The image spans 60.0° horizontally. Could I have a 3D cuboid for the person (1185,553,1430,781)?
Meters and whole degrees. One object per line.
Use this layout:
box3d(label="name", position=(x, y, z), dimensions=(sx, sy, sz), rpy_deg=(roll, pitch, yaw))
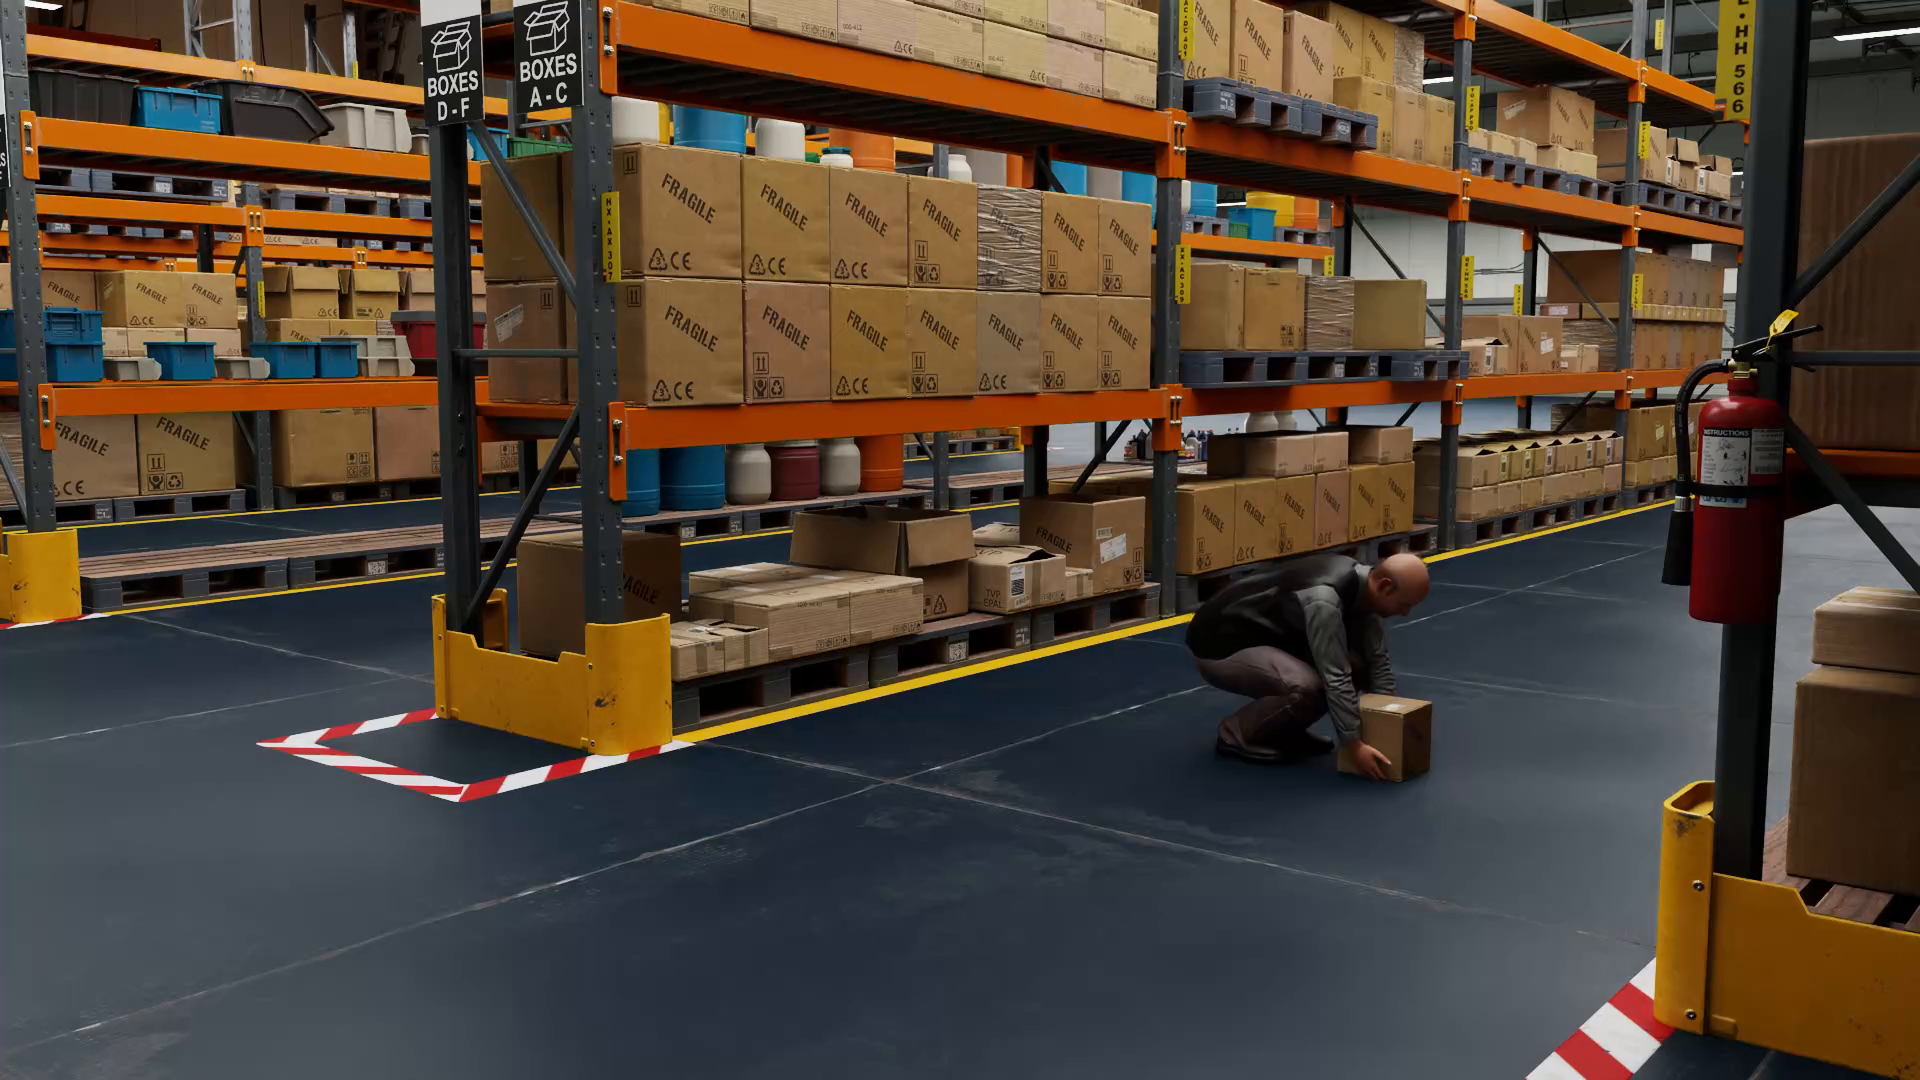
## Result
box3d(label="person", position=(1.296, 0.443, 6.217), dimensions=(0.886, 0.834, 0.526), rpy_deg=(5, 8, 38))
